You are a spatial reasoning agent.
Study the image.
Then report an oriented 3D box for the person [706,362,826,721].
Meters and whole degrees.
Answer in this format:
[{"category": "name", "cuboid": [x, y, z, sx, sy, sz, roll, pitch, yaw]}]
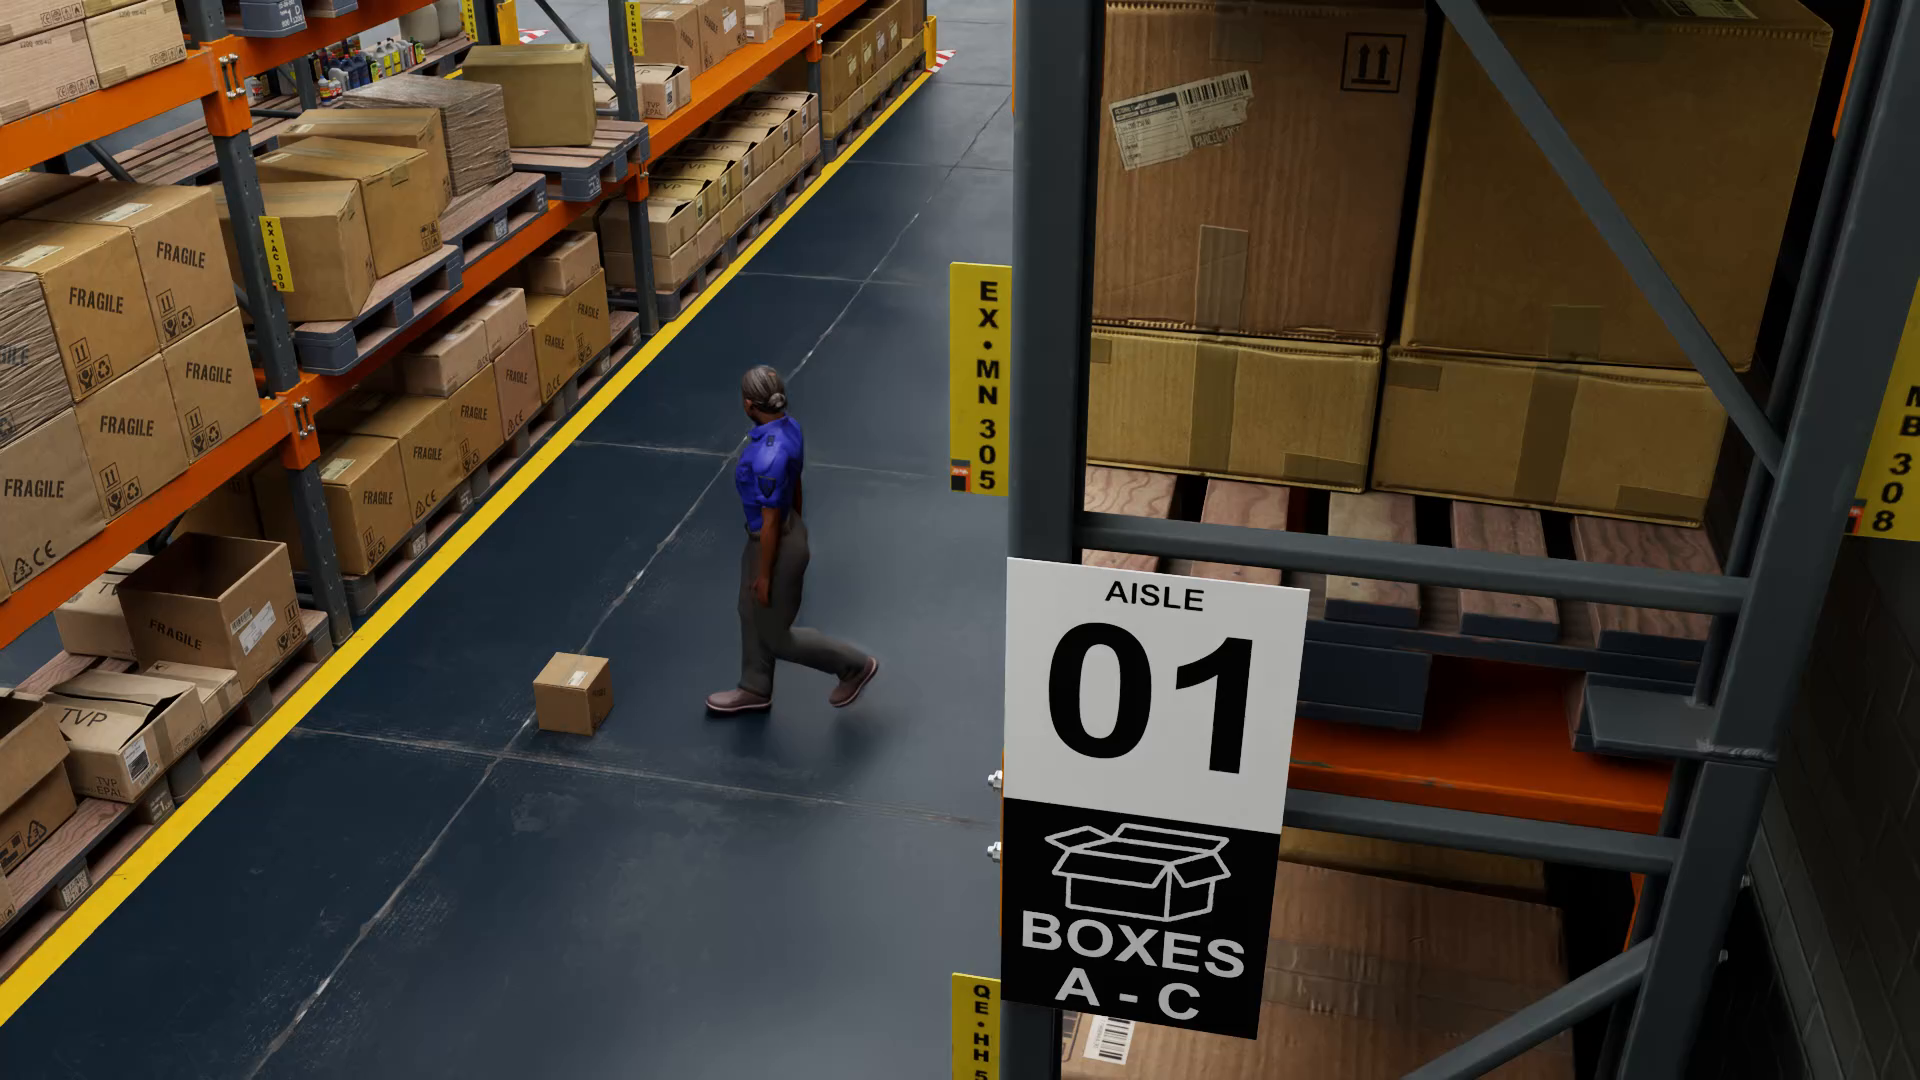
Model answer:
[{"category": "person", "cuboid": [-0.862, 0.034, 7.033, 0.539, 1.650, 0.479, -3, 29, -5]}]
